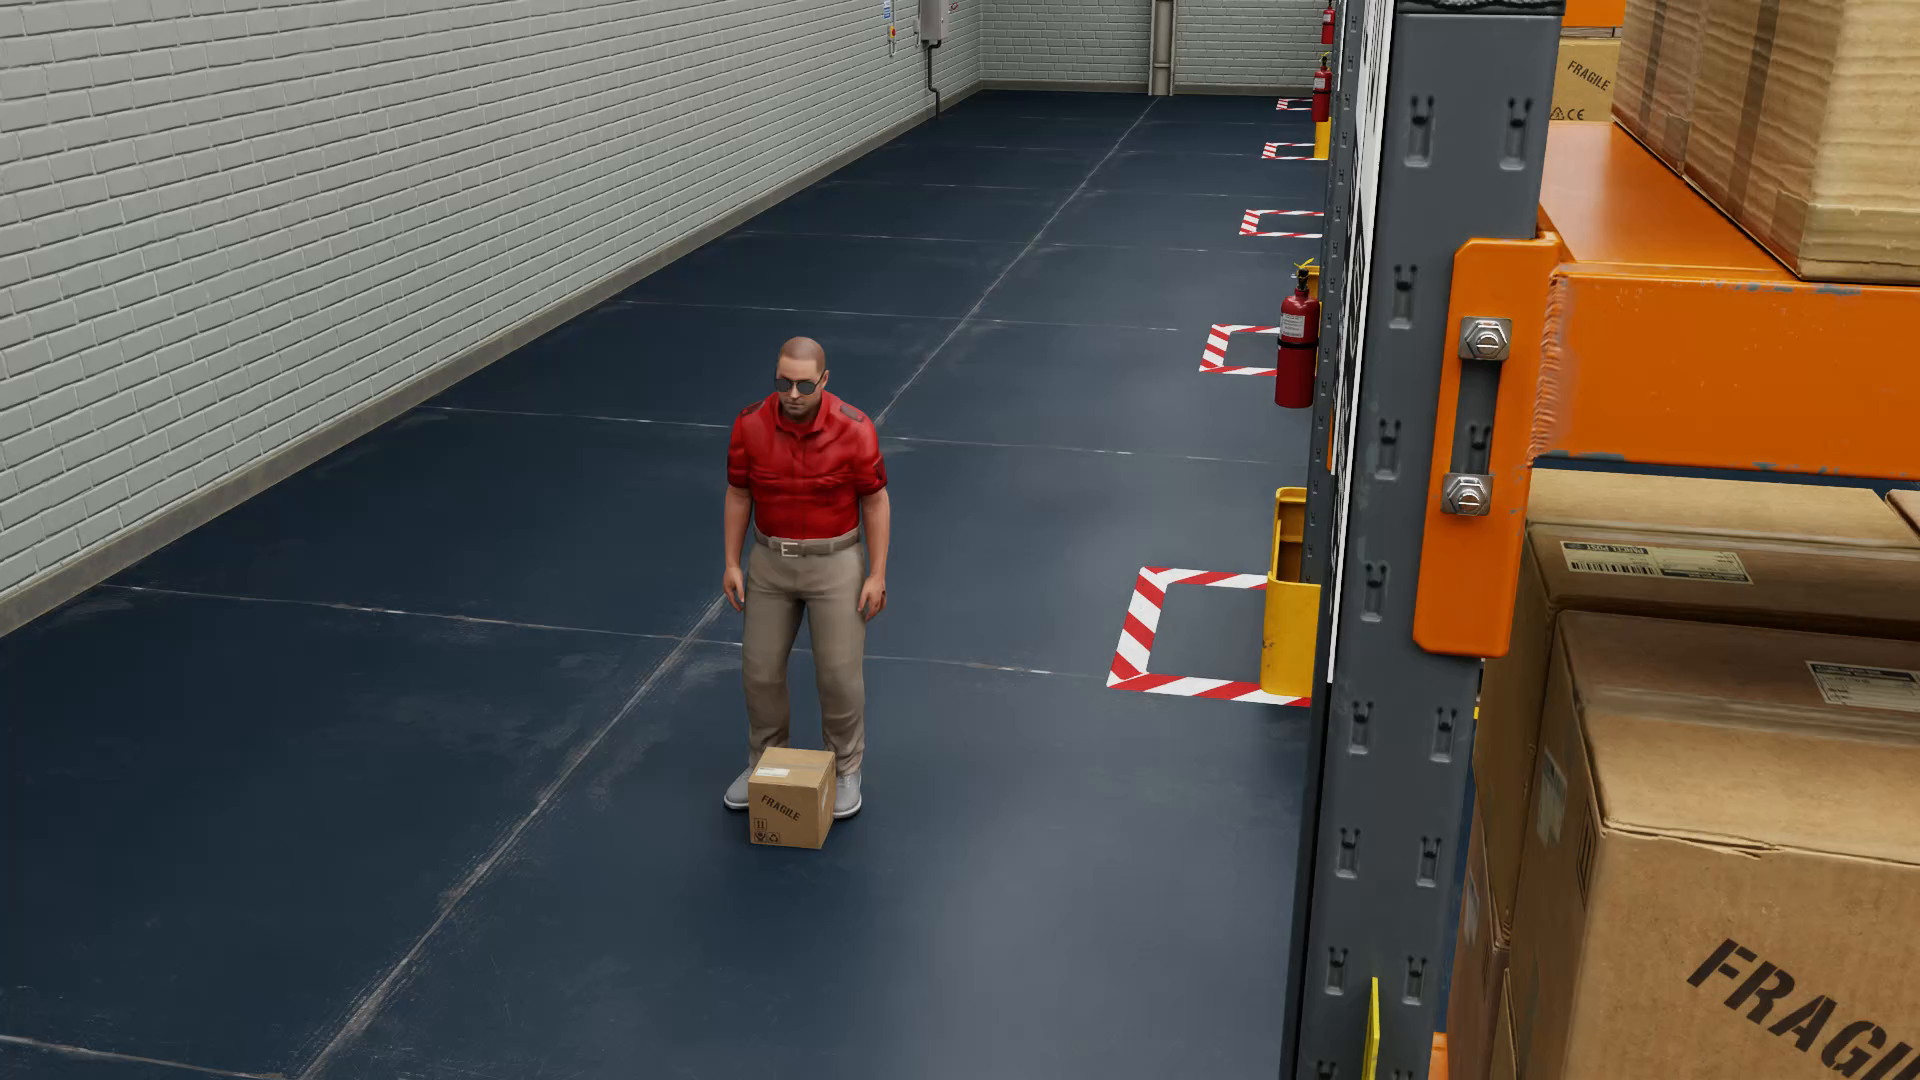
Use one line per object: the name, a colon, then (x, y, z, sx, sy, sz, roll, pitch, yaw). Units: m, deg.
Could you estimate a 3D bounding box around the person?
person: (-0.543, 0.122, 5.794, 0.595, 1.725, 0.393, 3, 22, 8)
